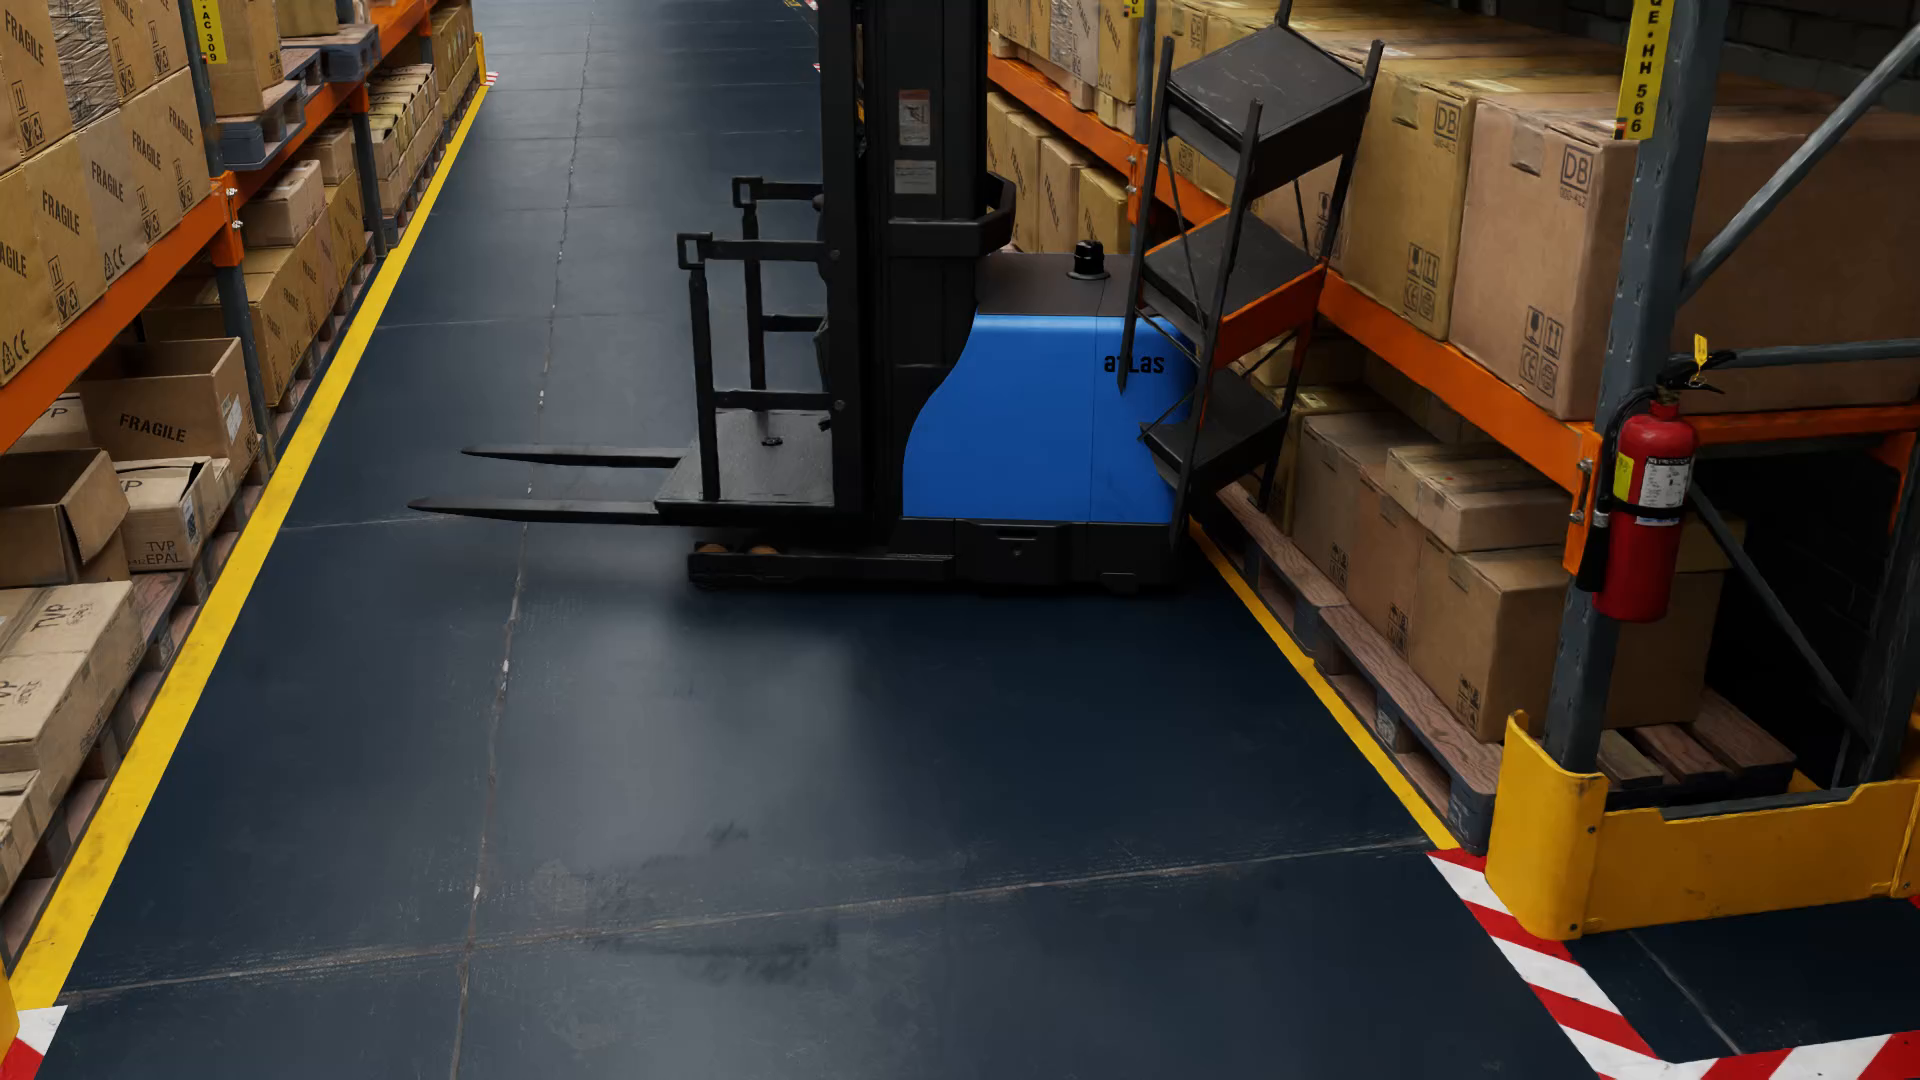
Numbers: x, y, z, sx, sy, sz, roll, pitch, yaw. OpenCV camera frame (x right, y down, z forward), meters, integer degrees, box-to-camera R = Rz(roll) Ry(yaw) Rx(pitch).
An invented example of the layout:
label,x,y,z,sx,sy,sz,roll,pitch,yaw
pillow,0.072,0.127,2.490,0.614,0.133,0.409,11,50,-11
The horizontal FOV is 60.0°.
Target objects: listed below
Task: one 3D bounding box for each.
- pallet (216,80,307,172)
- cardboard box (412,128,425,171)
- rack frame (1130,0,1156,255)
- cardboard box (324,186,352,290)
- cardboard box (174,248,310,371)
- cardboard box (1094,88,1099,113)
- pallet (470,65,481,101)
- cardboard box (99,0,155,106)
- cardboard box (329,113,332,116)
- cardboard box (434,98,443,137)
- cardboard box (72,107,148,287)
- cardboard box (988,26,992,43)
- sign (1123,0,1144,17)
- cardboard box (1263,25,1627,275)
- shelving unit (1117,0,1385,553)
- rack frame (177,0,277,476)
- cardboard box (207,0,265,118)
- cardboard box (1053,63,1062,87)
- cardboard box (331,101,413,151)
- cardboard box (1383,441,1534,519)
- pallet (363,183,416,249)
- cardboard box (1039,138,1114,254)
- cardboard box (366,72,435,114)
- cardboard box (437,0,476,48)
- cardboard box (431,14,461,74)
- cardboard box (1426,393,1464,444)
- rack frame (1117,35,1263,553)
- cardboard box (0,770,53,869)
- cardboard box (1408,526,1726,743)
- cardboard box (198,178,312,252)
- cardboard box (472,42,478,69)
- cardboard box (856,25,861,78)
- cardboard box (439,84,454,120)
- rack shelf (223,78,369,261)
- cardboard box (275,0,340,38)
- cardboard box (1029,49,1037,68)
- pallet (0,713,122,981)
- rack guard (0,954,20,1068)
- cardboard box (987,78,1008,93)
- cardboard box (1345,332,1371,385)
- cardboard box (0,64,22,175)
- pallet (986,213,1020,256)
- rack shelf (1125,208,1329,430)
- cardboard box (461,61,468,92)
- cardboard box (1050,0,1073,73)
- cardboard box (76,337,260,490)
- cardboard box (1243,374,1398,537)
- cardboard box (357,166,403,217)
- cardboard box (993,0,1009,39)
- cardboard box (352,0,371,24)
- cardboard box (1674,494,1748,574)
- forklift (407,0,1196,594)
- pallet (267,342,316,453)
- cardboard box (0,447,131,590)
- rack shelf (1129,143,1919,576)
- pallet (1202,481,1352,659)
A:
label,x,y,z,sx,sy,sz,roll,pitch,yaw
pallet,-3.605,-1.881,7.549,1.003,0.211,1.213,-4,24,-10
cardboard box,-4.402,-2.984,12.744,0.500,0.250,0.500,-4,24,-9
rack frame,1.303,-2.015,7.616,1.000,3.000,0.127,-4,24,-10
cardboard box,-3.805,-1.722,9.519,0.500,0.500,0.500,-5,24,-12
cardboard box,-3.524,-1.120,8.140,0.500,0.500,0.500,-4,24,-9
cardboard box,0.889,-2.224,8.382,0.380,0.149,0.250,-4,24,-8
pallet,-5.600,-4.791,17.456,1.003,0.211,1.213,-4,24,-10
cardboard box,-3.119,-1.770,5.680,0.500,0.500,0.500,-5,24,-11
cardboard box,-4.836,-3.000,12.081,0.500,0.311,0.500,-4,24,-10
cardboard box,-4.682,-3.584,14.120,0.500,0.250,0.500,-5,24,-10
cardboard box,-3.026,-1.110,5.420,0.500,0.500,0.500,-4,24,-9
cardboard box,0.397,-3.336,10.929,0.380,0.149,0.250,-5,24,-11
sign,0.772,-2.465,7.299,0.100,0.325,0.005,-4,24,-10
cardboard box,1.662,-1.365,5.752,0.980,0.700,0.700,-5,24,-12
shelving unit,0.885,-0.783,5.625,0.503,2.100,0.431,-30,58,-24
rack frame,-3.564,-1.647,6.773,1.000,3.000,0.127,-4,24,-10
cardboard box,-3.432,-2.088,7.133,0.700,0.500,0.500,-13,27,-27
cardboard box,0.733,-2.629,9.311,0.380,0.149,0.250,-4,24,-8
cardboard box,-4.309,-3.044,12.182,0.500,0.311,0.500,-5,24,-11
cardboard box,1.565,-0.191,5.228,0.380,0.149,0.250,-4,24,-8
pallet,-4.418,-2.269,11.681,1.003,0.211,1.213,-4,24,-10
cardboard box,0.888,-1.818,9.325,0.750,0.750,0.750,-4,24,-8
cardboard box,-4.584,-3.641,13.548,0.500,0.311,0.500,-4,24,-8
cardboard box,-5.391,-5.454,17.464,0.500,0.500,0.500,-4,24,-10
cardboard box,-5.006,-4.668,15.665,0.500,0.500,0.500,-4,24,-10
cardboard box,1.847,-0.417,5.745,0.380,0.149,0.250,-4,24,-9
rack frame,0.691,-0.671,5.528,0.015,2.100,0.400,-30,58,-24
cardboard box,-2.610,0.735,4.310,0.380,0.166,0.250,-4,24,-10
cardboard box,1.815,0.244,5.043,0.700,0.500,0.500,-4,24,-10
cardboard box,-3.599,-1.648,8.412,0.500,0.250,0.500,-4,24,-10
cardboard box,-5.393,-5.110,17.613,0.500,0.250,0.500,-4,24,-10
cardboard box,-0.684,-4.996,17.014,0.700,0.500,0.500,-6,24,-13
cardboard box,-4.831,-3.931,14.913,0.500,0.250,0.500,-4,24,-10
rack shelf,-3.934,-2.104,8.718,1.077,0.370,4.000,-4,24,-10
cardboard box,-4.077,-3.219,9.723,0.700,0.500,0.500,-13,27,-27
cardboard box,0.625,-2.934,10.008,0.380,0.149,0.250,-4,24,-9
pallet,-2.987,0.861,4.515,1.003,0.211,1.213,-4,24,-10
rack guard,-2.838,1.042,3.739,1.175,0.500,0.348,-4,24,-10
cardboard box,0.336,-3.496,12.644,0.500,0.250,0.500,-4,24,-9
cardboard box,1.704,-0.719,6.436,0.380,0.149,0.250,-4,24,-9
cardboard box,-2.839,-1.174,4.315,0.500,0.500,0.500,-4,24,-9
pallet,0.636,-1.995,11.053,1.003,0.211,1.213,-4,24,-10
rack shelf,0.885,-0.774,5.636,0.480,0.518,0.431,-30,58,-24
cardboard box,-5.104,-4.521,16.265,0.500,0.250,0.500,-4,24,-10
cardboard box,0.782,-2.767,8.817,0.500,0.500,0.500,-4,24,-10
cardboard box,-3.180,-0.500,6.720,0.500,0.500,0.500,-4,24,-10
cardboard box,1.523,-0.360,6.425,0.700,0.500,0.500,-4,24,-9
cardboard box,-4.112,-2.380,11.363,0.500,0.250,0.500,-4,24,-10
cardboard box,0.490,-3.363,10.180,0.500,0.500,0.500,-4,24,-8
cardboard box,-4.279,-3.545,11.231,0.500,0.311,0.500,-5,24,-10
cardboard box,2.035,-0.019,4.834,0.380,0.149,0.250,-4,24,-9
forklift,-0.628,-1.361,6.204,3.031,2.935,1.130,2,24,4
pallet,-3.752,-0.686,8.057,1.003,0.211,1.213,-4,24,-10
cardboard box,-3.212,0.034,5.493,0.797,0.503,0.637,-4,24,-10
rack shelf,1.673,-0.898,5.958,1.077,0.370,4.000,-4,24,-10
pallet,1.596,0.049,6.375,1.003,0.211,1.213,-4,24,-10
